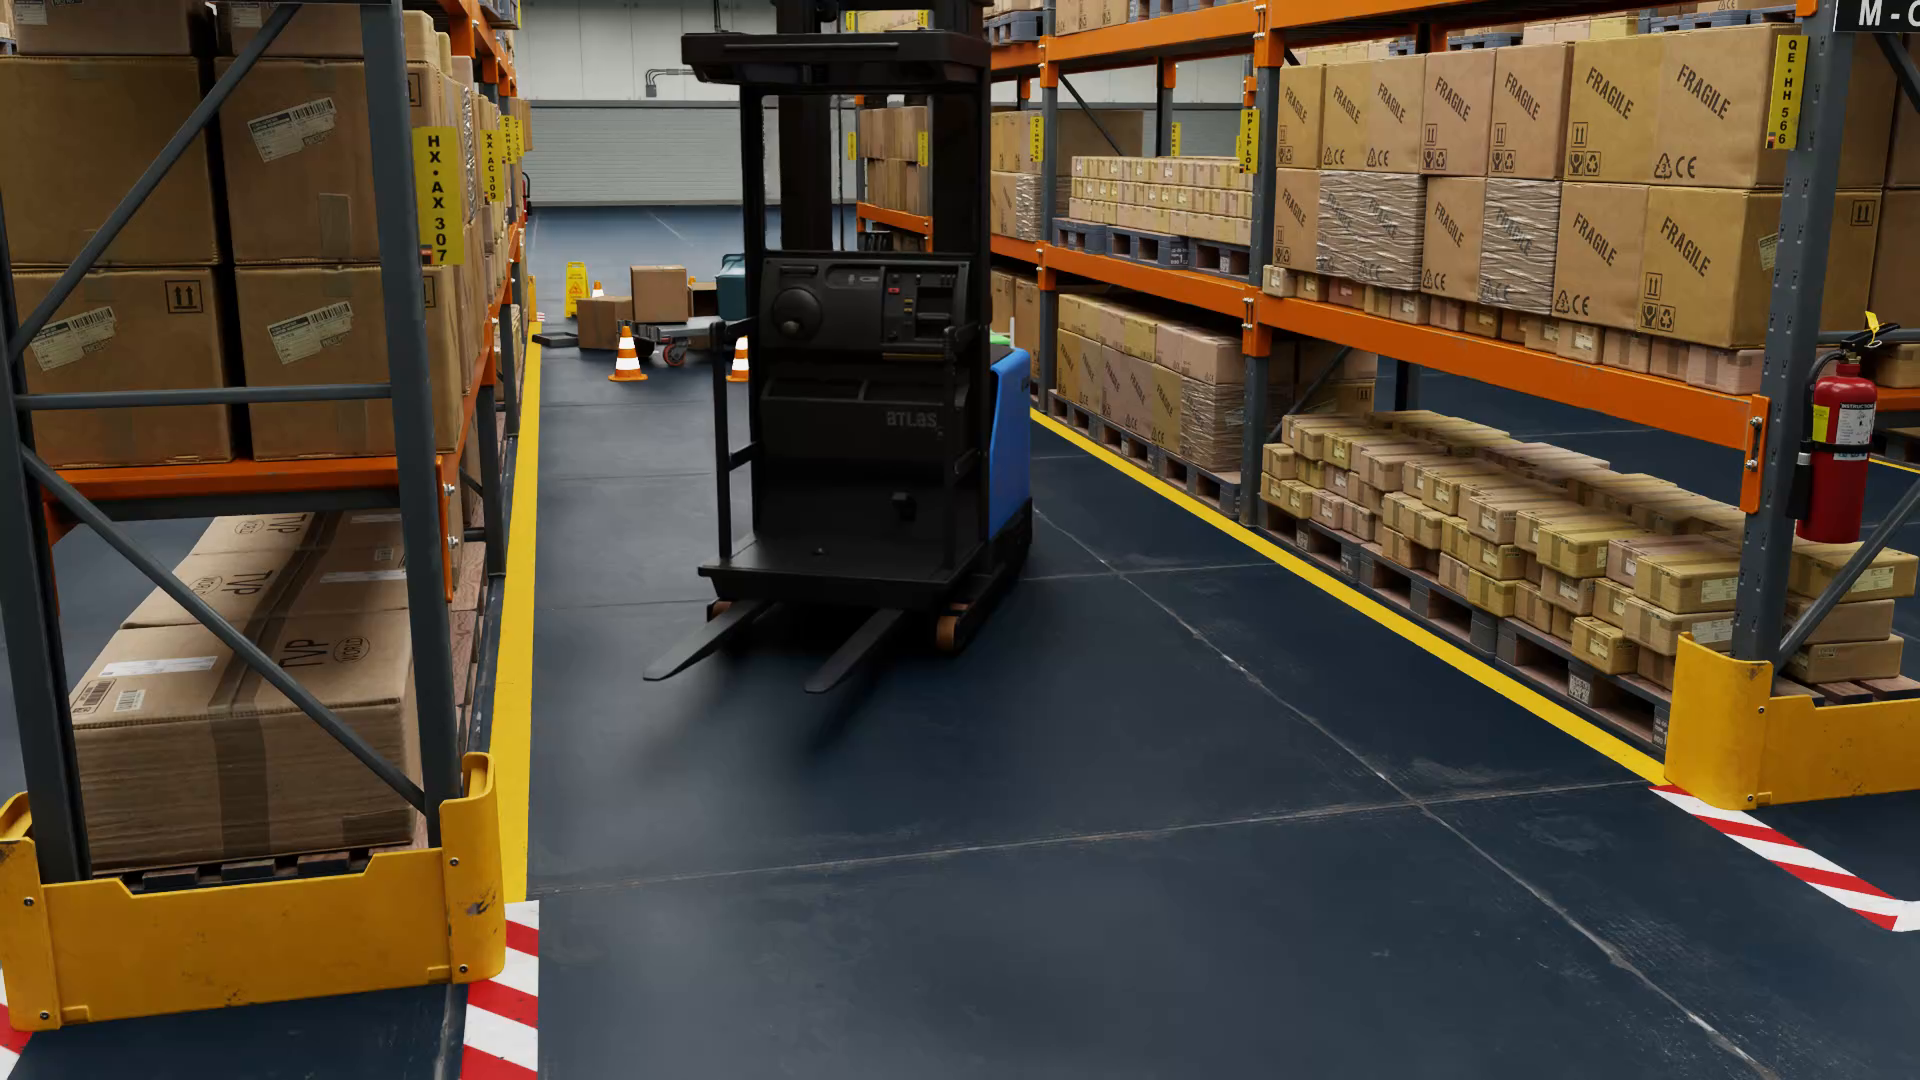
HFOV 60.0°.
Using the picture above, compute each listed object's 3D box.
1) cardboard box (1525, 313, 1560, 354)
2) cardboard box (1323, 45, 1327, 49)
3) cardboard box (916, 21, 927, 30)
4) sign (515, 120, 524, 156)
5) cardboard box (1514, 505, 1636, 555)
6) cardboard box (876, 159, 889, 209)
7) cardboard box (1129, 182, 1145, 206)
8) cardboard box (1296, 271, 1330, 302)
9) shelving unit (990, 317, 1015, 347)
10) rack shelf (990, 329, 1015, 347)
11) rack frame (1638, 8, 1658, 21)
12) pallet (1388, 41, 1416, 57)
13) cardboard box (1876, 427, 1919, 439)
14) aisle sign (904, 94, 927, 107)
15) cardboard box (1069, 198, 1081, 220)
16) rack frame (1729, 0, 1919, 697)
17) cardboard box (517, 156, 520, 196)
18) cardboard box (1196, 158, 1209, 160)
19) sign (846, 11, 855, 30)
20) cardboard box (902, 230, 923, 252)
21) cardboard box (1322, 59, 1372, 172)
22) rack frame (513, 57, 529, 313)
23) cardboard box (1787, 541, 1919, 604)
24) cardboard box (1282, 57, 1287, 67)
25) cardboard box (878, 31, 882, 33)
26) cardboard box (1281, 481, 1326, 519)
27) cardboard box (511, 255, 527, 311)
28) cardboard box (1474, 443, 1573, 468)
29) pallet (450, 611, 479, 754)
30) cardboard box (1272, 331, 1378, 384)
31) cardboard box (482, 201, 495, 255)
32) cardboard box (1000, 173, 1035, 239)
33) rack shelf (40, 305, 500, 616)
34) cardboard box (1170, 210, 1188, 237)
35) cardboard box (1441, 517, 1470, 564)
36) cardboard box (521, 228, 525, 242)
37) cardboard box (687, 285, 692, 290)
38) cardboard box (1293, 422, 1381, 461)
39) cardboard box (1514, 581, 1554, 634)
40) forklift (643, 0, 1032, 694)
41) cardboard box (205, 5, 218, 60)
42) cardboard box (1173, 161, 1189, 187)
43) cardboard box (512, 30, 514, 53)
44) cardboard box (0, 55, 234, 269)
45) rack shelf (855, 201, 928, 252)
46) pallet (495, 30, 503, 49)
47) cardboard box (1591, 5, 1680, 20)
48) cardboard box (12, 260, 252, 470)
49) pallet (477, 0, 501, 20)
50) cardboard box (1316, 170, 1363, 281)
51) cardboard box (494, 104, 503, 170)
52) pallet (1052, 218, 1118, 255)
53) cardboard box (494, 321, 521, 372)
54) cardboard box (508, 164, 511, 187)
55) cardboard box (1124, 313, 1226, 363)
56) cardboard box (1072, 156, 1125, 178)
[{"bbox_3d":[2.432,-0.810,6.452,0.380,0.149,0.250,-4,14,-16],"label":"cardboard box"},{"bbox_3d":[4.372,-5.665,18.951,0.380,0.149,0.250,-4,14,-15],"label":"cardboard box"},{"bbox_3d":[-0.220,-5.058,16.425,0.380,0.149,0.250,-3,14,-13],"label":"cardboard box"},{"bbox_3d":[-4.072,-3.699,15.309,0.100,0.325,0.005,-3,14,-13],"label":"sign"},{"bbox_3d":[2.438,-0.029,6.595,0.380,0.149,0.250,-4,14,-15],"label":"cardboard box"},{"bbox_3d":[-0.472,-4.055,18.889,0.875,0.550,0.550,-3,14,-13],"label":"cardboard box"},{"bbox_3d":[1.338,-2.288,10.991,0.380,0.149,0.250,-3,14,-14],"label":"cardboard box"},{"bbox_3d":[1.937,-1.298,8.448,0.380,0.149,0.250,-3,14,-12],"label":"cardboard box"},{"bbox_3d":[0.105,-0.612,8.903,0.258,1.200,0.503,-3,14,-13],"label":"shelving unit"},{"bbox_3d":[0.105,-1.016,8.804,0.258,0.148,0.480,-3,14,-13],"label":"rack shelf"},{"bbox_3d":[5.961,-5.649,13.089,1.000,3.000,0.127,-3,14,-13],"label":"rack frame"},{"bbox_3d":[5.063,-4.875,16.637,1.213,0.211,1.003,-3,14,-13],"label":"pallet"},{"bbox_3d":[6.731,-1.130,10.826,1.225,0.875,0.875,-3,14,-13],"label":"cardboard box"},{"bbox_3d":[-0.488,-5.623,20.145,0.394,0.787,0.004,-3,14,-13],"label":"aisle sign"},{"bbox_3d":[1.025,-2.449,12.276,0.380,0.149,0.250,-3,14,-14],"label":"cardboard box"},{"bbox_3d":[2.995,-0.636,5.210,1.000,3.000,0.127,-3,14,-13],"label":"rack frame"},{"bbox_3d":[-4.689,-3.646,16.694,0.500,0.500,0.500,-3,14,-14],"label":"cardboard box"},{"bbox_3d":[1.861,-2.585,11.579,0.380,0.149,0.250,-3,14,-12],"label":"cardboard box"},{"bbox_3d":[-1.304,-6.218,19.729,0.100,0.325,0.005,-3,14,-13],"label":"sign"},{"bbox_3d":[-0.118,-2.933,18.204,0.875,0.875,0.875,-3,14,-13],"label":"cardboard box"},{"bbox_3d":[2.061,-2.001,7.854,0.500,0.500,0.500,-4,14,-15],"label":"cardboard box"},{"bbox_3d":[-5.551,-4.028,19.094,1.000,3.000,0.127,-3,14,-13],"label":"rack frame"},{"bbox_3d":[3.202,0.116,6.001,0.380,0.149,0.250,-4,14,-16],"label":"cardboard box"},{"bbox_3d":[4.071,-5.720,20.017,0.500,0.250,0.500,-4,14,-14],"label":"cardboard box"},{"bbox_3d":[-0.697,-5.527,18.342,0.380,0.149,0.250,-3,14,-14],"label":"cardboard box"},{"bbox_3d":[1.891,-0.215,8.608,0.380,0.149,0.250,-3,14,-12],"label":"cardboard box"},{"bbox_3d":[-4.487,-2.489,16.123,0.500,0.500,0.500,-3,14,-11],"label":"cardboard box"},{"bbox_3d":[2.695,-0.364,7.966,0.380,0.149,0.250,-4,14,-16],"label":"cardboard box"},{"bbox_3d":[-2.340,0.557,6.204,1.003,0.211,1.213,-3,14,-13],"label":"pallet"},{"bbox_3d":[2.139,-1.098,9.903,0.500,0.250,0.500,-4,14,-16],"label":"cardboard box"},{"bbox_3d":[-2.562,-1.547,8.201,0.500,0.250,0.500,-4,14,-15],"label":"cardboard box"},{"bbox_3d":[0.634,-2.734,13.588,0.500,0.500,0.500,-3,14,-13],"label":"cardboard box"},{"bbox_3d":[-2.263,-0.449,5.960,1.077,0.370,4.000,-3,14,-13],"label":"rack shelf"},{"bbox_3d":[1.522,-1.961,10.276,0.380,0.149,0.250,-4,14,-16],"label":"cardboard box"},{"bbox_3d":[2.294,-0.004,7.120,0.380,0.149,0.250,-3,14,-10],"label":"cardboard box"},{"bbox_3d":[-4.957,-3.324,18.176,0.380,0.149,0.250,-3,14,-12],"label":"cardboard box"},{"bbox_3d":[-2.677,-2.551,18.309,0.637,0.503,0.797,10,17,35],"label":"cardboard box"},{"bbox_3d":[1.942,-0.509,8.559,0.380,0.149,0.250,-3,14,-10],"label":"cardboard box"},{"bbox_3d":[2.461,0.259,6.667,0.380,0.149,0.250,-3,14,-13],"label":"cardboard box"},{"bbox_3d":[-0.465,-1.042,7.018,1.130,2.935,3.031,3,14,13],"label":"forklift"},{"bbox_3d":[-2.155,-1.315,4.306,0.380,0.149,0.250,-3,14,-12],"label":"cardboard box"},{"bbox_3d":[1.533,-2.251,10.210,0.380,0.149,0.250,-4,14,-15],"label":"cardboard box"},{"bbox_3d":[-4.925,-5.218,17.335,0.500,0.250,0.500,-3,14,-12],"label":"cardboard box"},{"bbox_3d":[-2.138,-0.969,4.256,0.500,0.500,0.500,-3,14,-11],"label":"cardboard box"},{"bbox_3d":[-0.293,-3.516,18.515,1.077,0.370,4.000,-3,14,-13],"label":"rack shelf"},{"bbox_3d":[-4.323,-4.084,13.397,1.213,0.211,1.003,-3,14,-13],"label":"pallet"},{"bbox_3d":[5.606,-4.580,13.767,0.500,0.500,0.500,-3,14,-12],"label":"cardboard box"},{"bbox_3d":[-2.163,-0.482,4.369,0.500,0.500,0.500,-3,14,-13],"label":"cardboard box"},{"bbox_3d":[-3.203,-3.144,9.555,1.003,0.211,1.213,-3,14,-11],"label":"pallet"},{"bbox_3d":[2.050,-1.510,7.950,0.500,0.500,0.500,-3,14,-13],"label":"cardboard box"},{"bbox_3d":[-3.168,-2.494,10.498,0.500,0.500,0.500,-3,14,-12],"label":"cardboard box"},{"bbox_3d":[1.387,-2.230,12.139,1.213,0.211,1.003,-3,14,-13],"label":"pallet"},{"bbox_3d":[-4.148,-1.586,13.750,0.950,0.372,0.625,-3,14,-11],"label":"cardboard box"},{"bbox_3d":[-4.162,-3.294,14.368,0.500,0.500,0.500,-3,14,-13],"label":"cardboard box"},{"bbox_3d":[1.389,-1.311,10.775,0.500,0.250,0.500,-4,14,-16],"label":"cardboard box"},{"bbox_3d":[1.037,-2.734,12.189,0.380,0.149,0.250,-3,14,-13],"label":"cardboard box"}]
